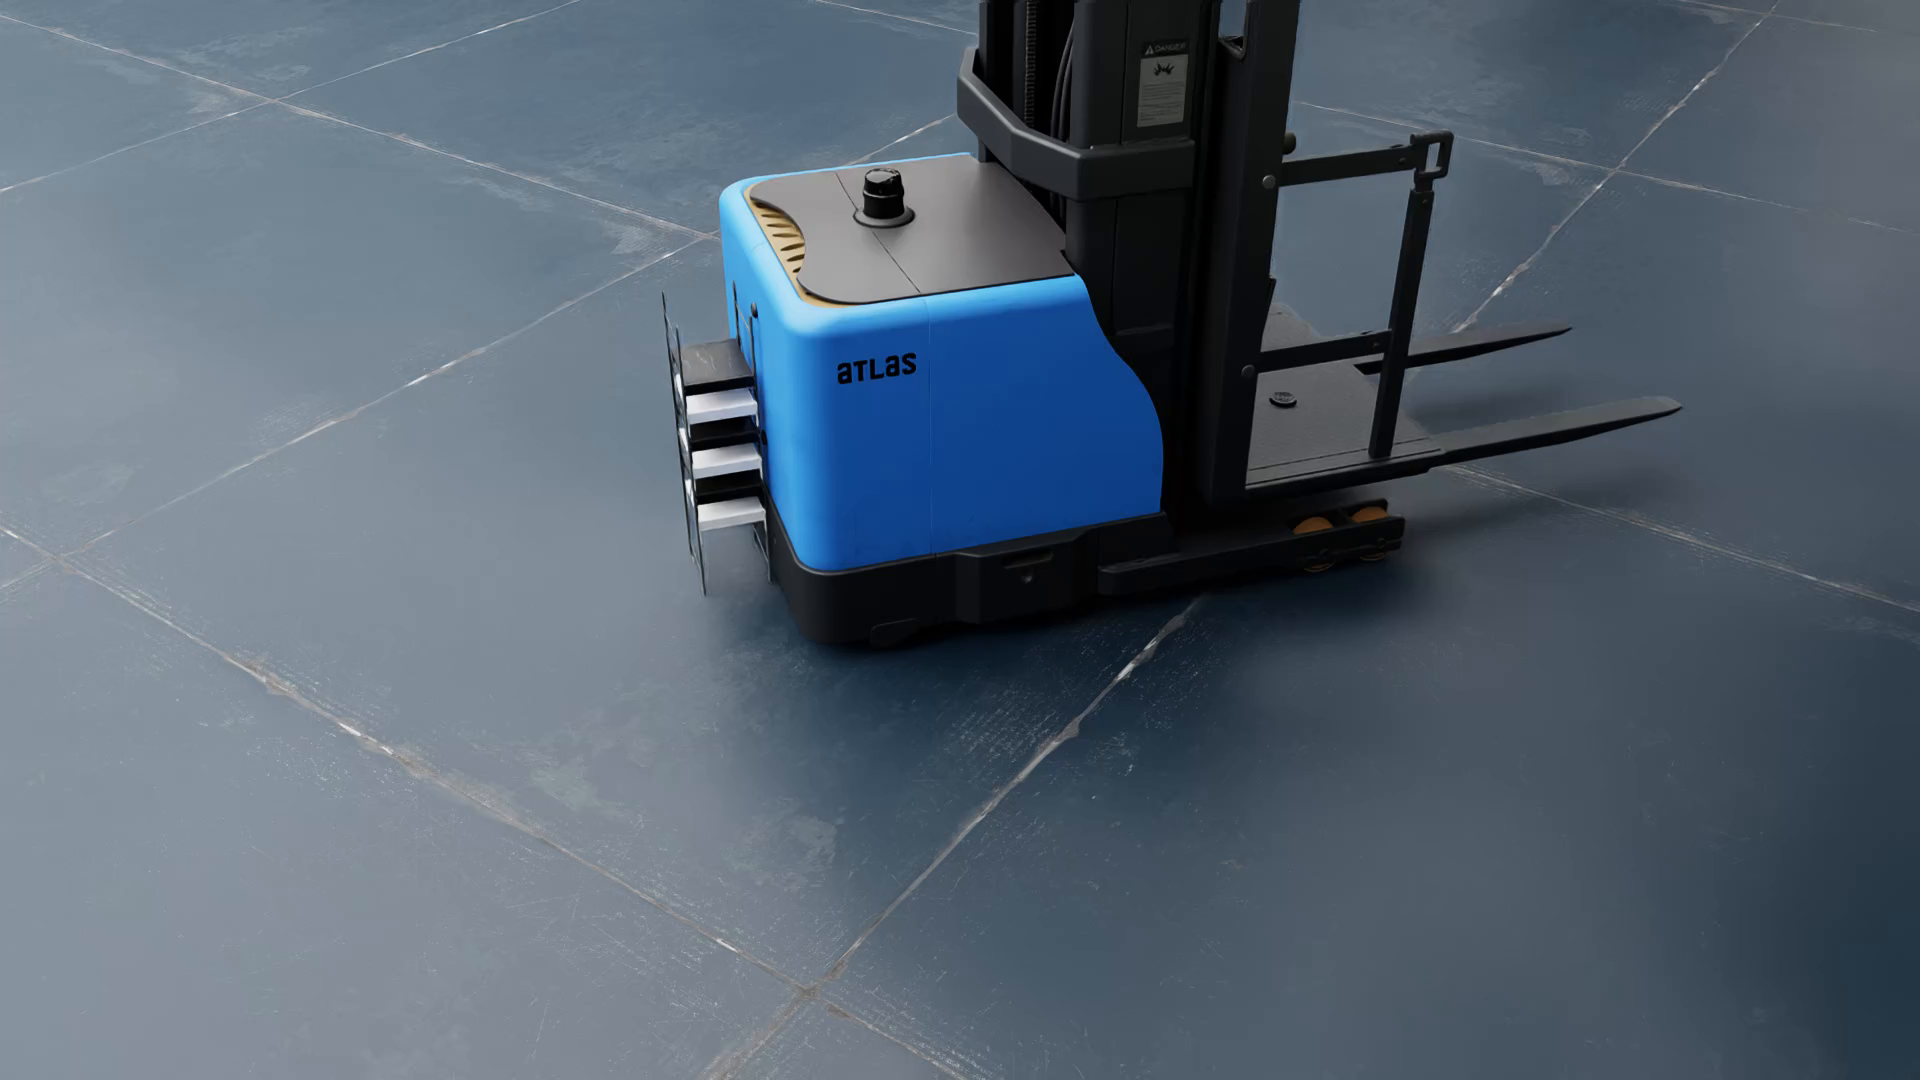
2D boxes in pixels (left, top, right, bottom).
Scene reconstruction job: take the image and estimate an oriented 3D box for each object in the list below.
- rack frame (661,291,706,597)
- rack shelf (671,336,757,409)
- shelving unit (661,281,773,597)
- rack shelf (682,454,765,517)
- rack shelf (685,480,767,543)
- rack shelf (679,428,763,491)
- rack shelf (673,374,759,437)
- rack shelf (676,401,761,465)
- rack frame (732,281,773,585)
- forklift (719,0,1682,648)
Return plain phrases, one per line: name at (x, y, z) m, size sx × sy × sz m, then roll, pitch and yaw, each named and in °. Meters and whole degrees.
rack frame at (-0.802, -0.265, 4.838) m, size 0.006 × 0.900 × 0.240 m, roll -10°, pitch 35°, yaw -15°
rack shelf at (-0.705, -0.478, 4.732) m, size 0.200 × 0.077 × 0.258 m, roll -10°, pitch 35°, yaw -15°
shelving unit at (-0.705, -0.282, 4.864) m, size 0.210 × 0.900 × 0.258 m, roll -10°, pitch 35°, yaw -15°
rack shelf at (-0.705, -0.180, 4.933) m, size 0.200 × 0.077 × 0.258 m, roll -10°, pitch 35°, yaw -15°
rack shelf at (-0.705, -0.106, 4.984) m, size 0.200 × 0.077 × 0.258 m, roll -10°, pitch 35°, yaw -15°
rack shelf at (-0.705, -0.255, 4.883) m, size 0.200 × 0.077 × 0.258 m, roll -10°, pitch 35°, yaw -15°
rack shelf at (-0.705, -0.404, 4.782) m, size 0.200 × 0.077 × 0.258 m, roll -10°, pitch 35°, yaw -15°
rack shelf at (-0.705, -0.329, 4.833) m, size 0.200 × 0.077 × 0.258 m, roll -10°, pitch 35°, yaw -15°
rack frame at (-0.608, -0.300, 4.890) m, size 0.006 × 0.900 × 0.240 m, roll -10°, pitch 35°, yaw -15°
forklift at (0.852, -1.387, 4.684) m, size 3.031 × 2.935 × 1.130 m, roll -10°, pitch 35°, yaw -15°
